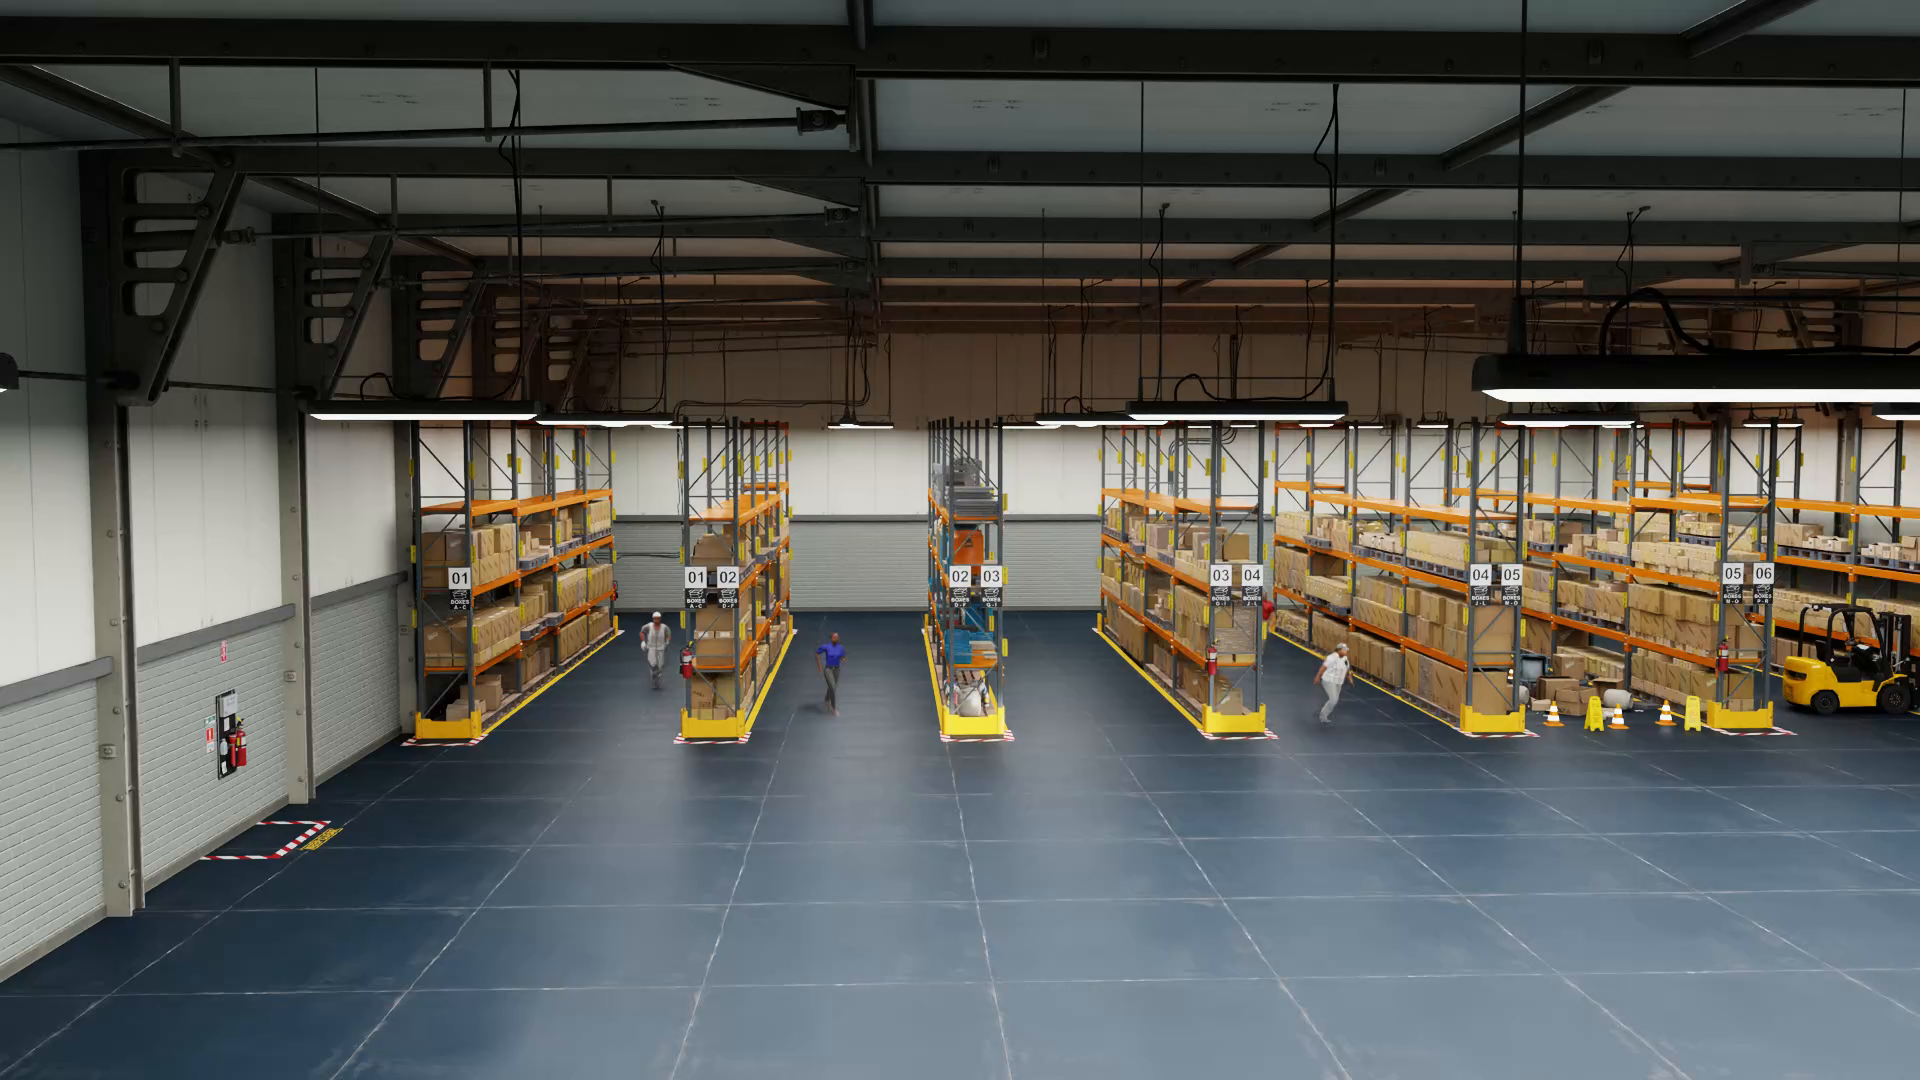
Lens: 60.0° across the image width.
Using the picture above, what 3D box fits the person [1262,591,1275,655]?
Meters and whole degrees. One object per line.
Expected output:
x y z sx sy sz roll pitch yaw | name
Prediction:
7.684 2.119 42.278 0.663 1.670 0.730 1 4 14 | person

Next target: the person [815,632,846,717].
-2.626 2.700 33.706 0.610 1.697 0.906 -2 4 -33 | person

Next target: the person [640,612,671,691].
-6.744 2.453 36.893 0.674 1.749 0.827 -1 4 -14 | person

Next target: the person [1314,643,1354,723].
7.328 2.797 32.531 0.587 1.606 0.704 -2 4 -31 | person
